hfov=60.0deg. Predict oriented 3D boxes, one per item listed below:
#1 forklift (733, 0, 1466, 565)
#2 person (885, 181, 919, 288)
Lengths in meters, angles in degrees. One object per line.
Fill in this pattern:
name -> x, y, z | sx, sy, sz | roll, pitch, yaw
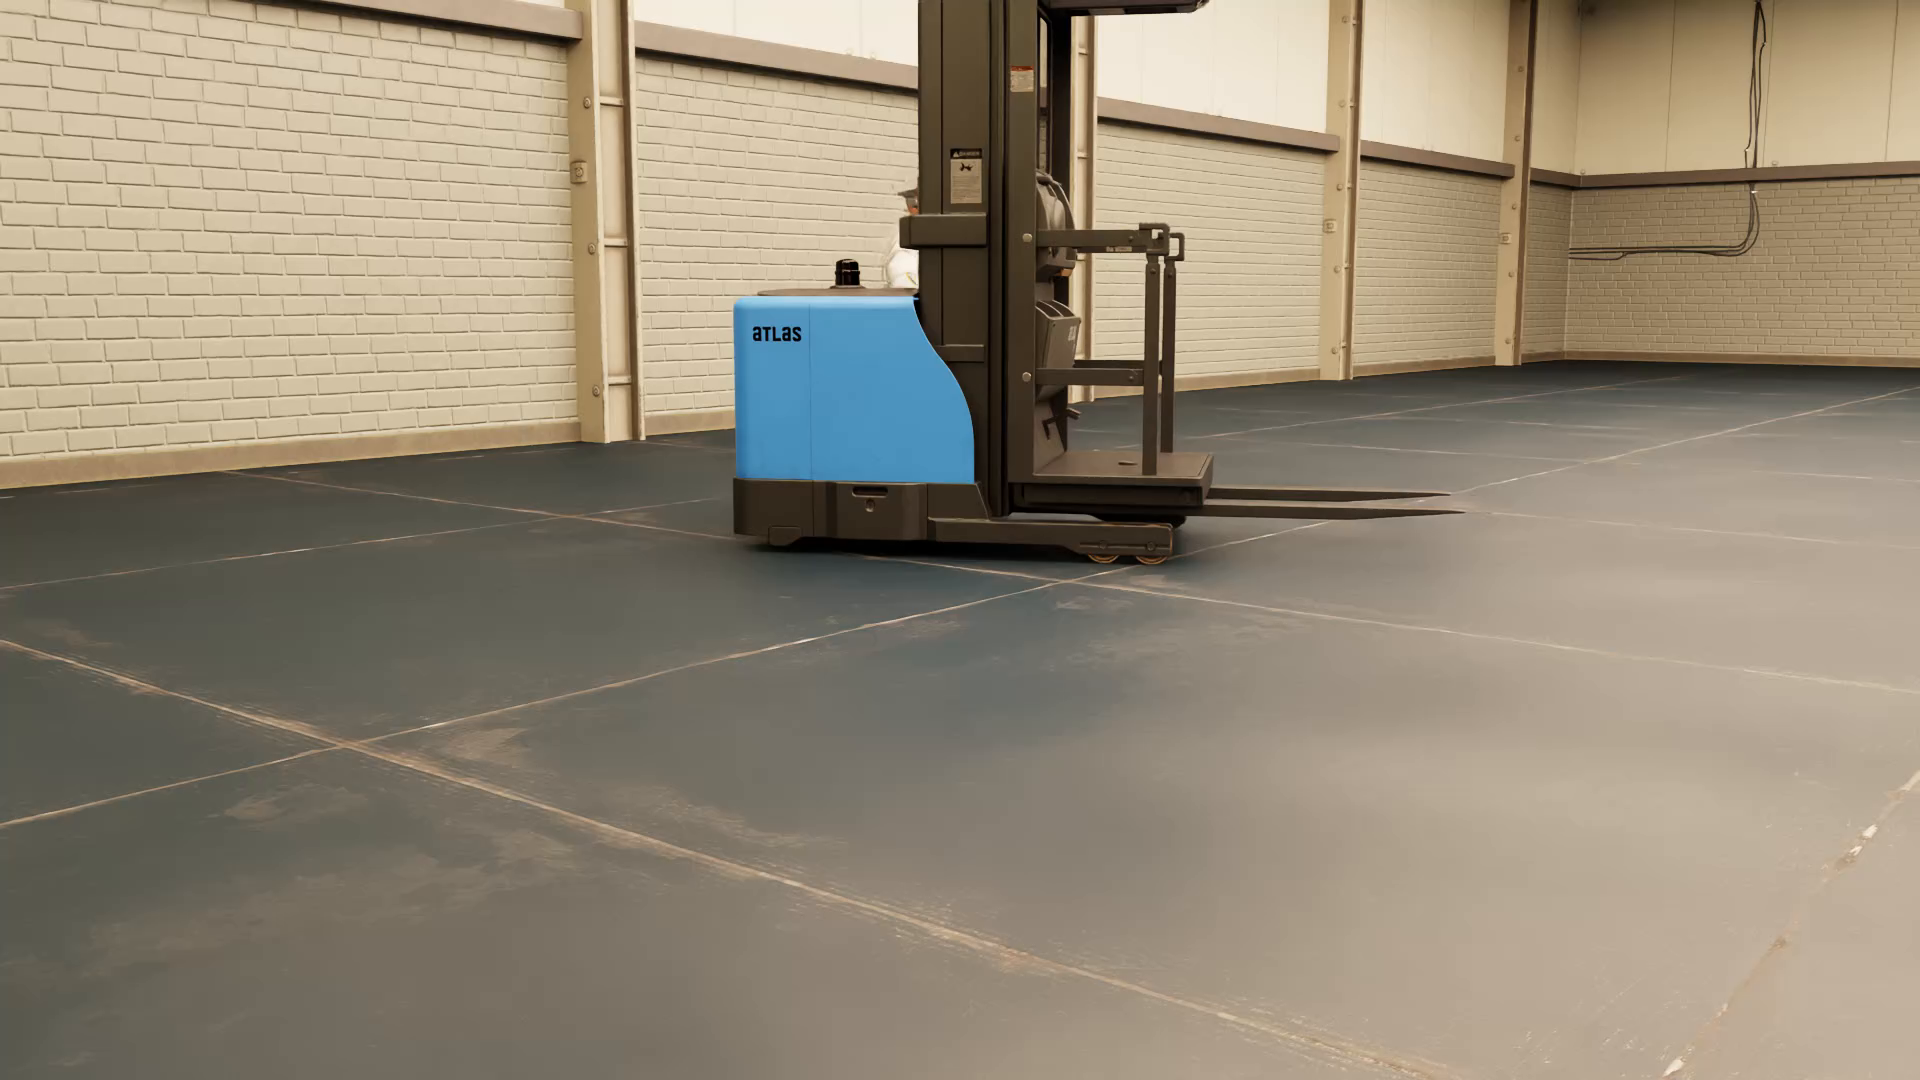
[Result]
forklift -> 0.599, -1.433, 7.077 | 3.031, 2.935, 1.130 | 2, 8, 11
person -> -0.059, -0.948, 8.136 | 0.637, 1.605, 0.819 | 3, 9, 20
